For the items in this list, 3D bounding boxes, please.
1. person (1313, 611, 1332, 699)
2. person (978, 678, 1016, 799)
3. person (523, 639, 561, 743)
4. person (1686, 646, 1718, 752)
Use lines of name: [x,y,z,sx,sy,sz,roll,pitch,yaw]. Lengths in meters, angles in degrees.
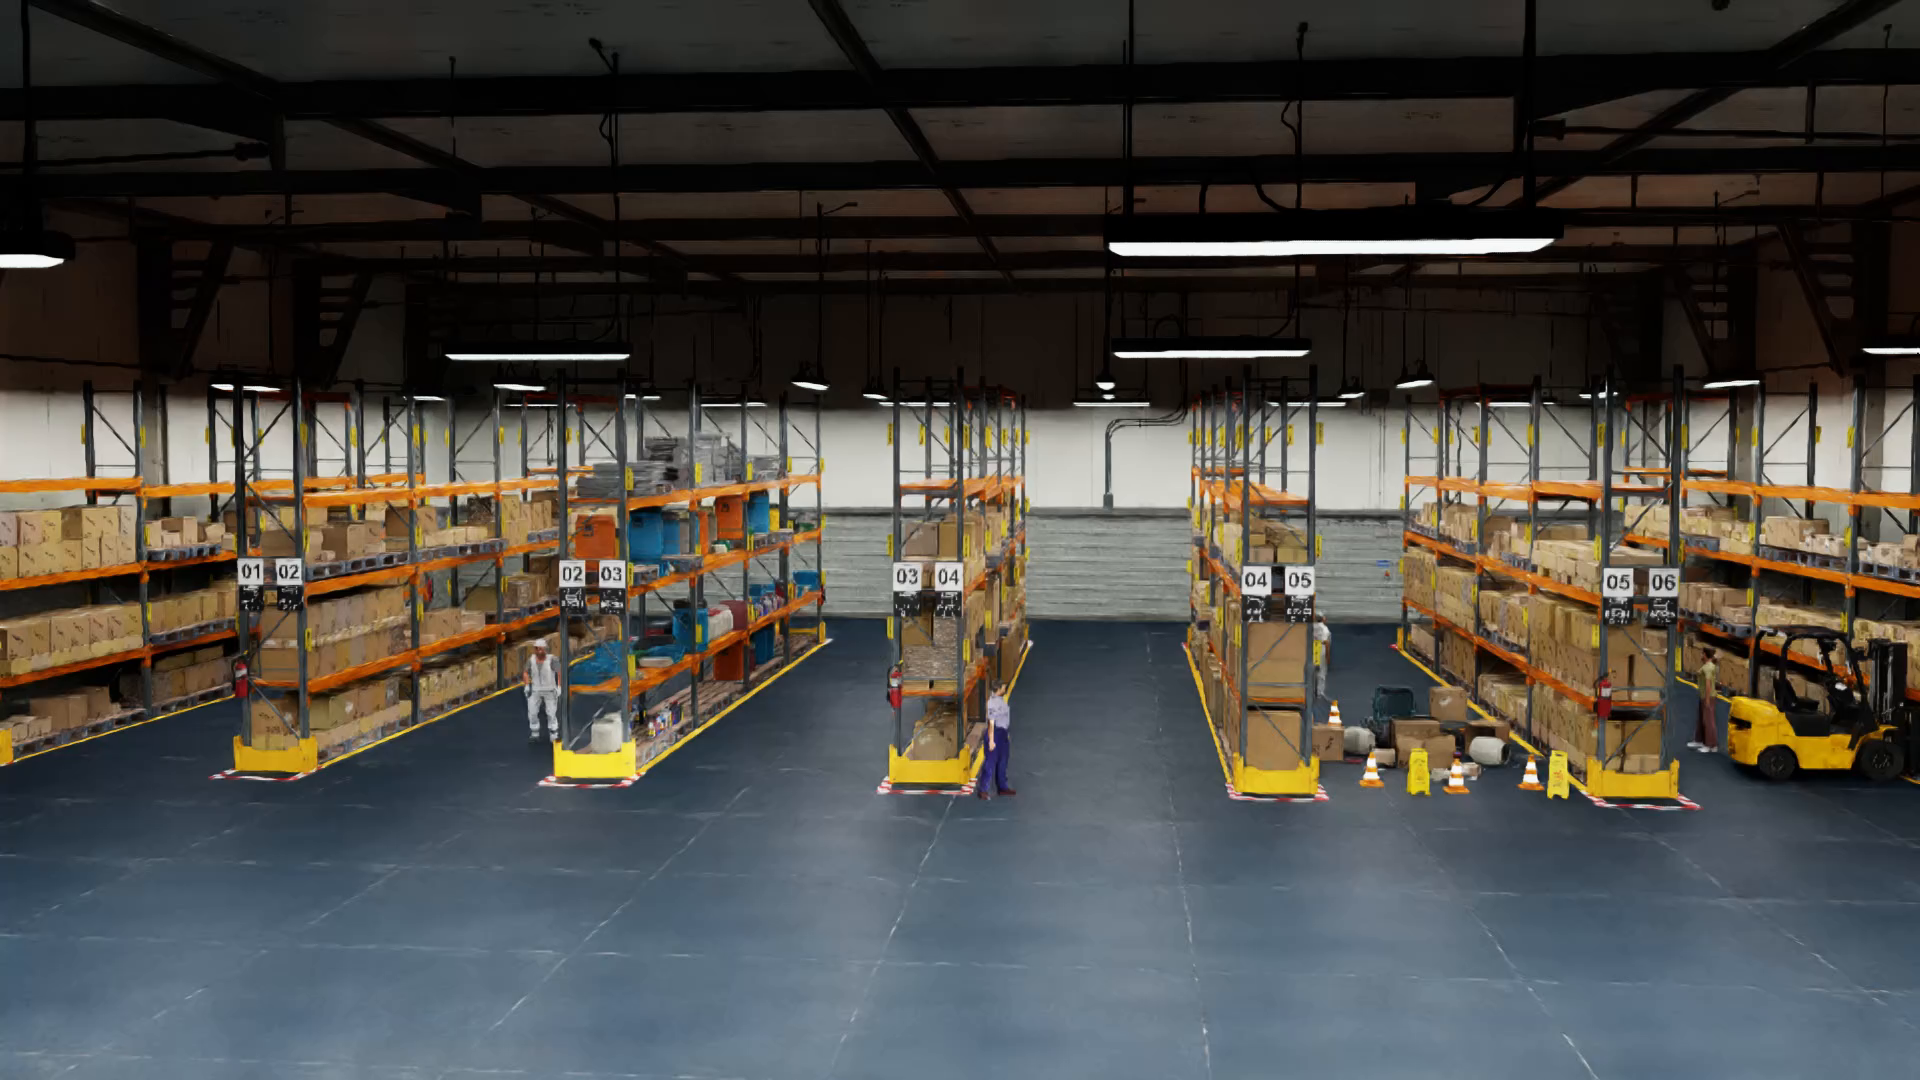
person: [6.893,2.186,31.806,0.449,1.671,0.534,-2,4,-26]
person: [0.500,2.744,23.091,0.459,1.649,0.644,1,4,15]
person: [-6.794,2.458,27.082,0.677,1.742,0.552,0,4,4]
person: [11.832,2.509,26.454,0.478,1.674,0.492,2,4,29]
